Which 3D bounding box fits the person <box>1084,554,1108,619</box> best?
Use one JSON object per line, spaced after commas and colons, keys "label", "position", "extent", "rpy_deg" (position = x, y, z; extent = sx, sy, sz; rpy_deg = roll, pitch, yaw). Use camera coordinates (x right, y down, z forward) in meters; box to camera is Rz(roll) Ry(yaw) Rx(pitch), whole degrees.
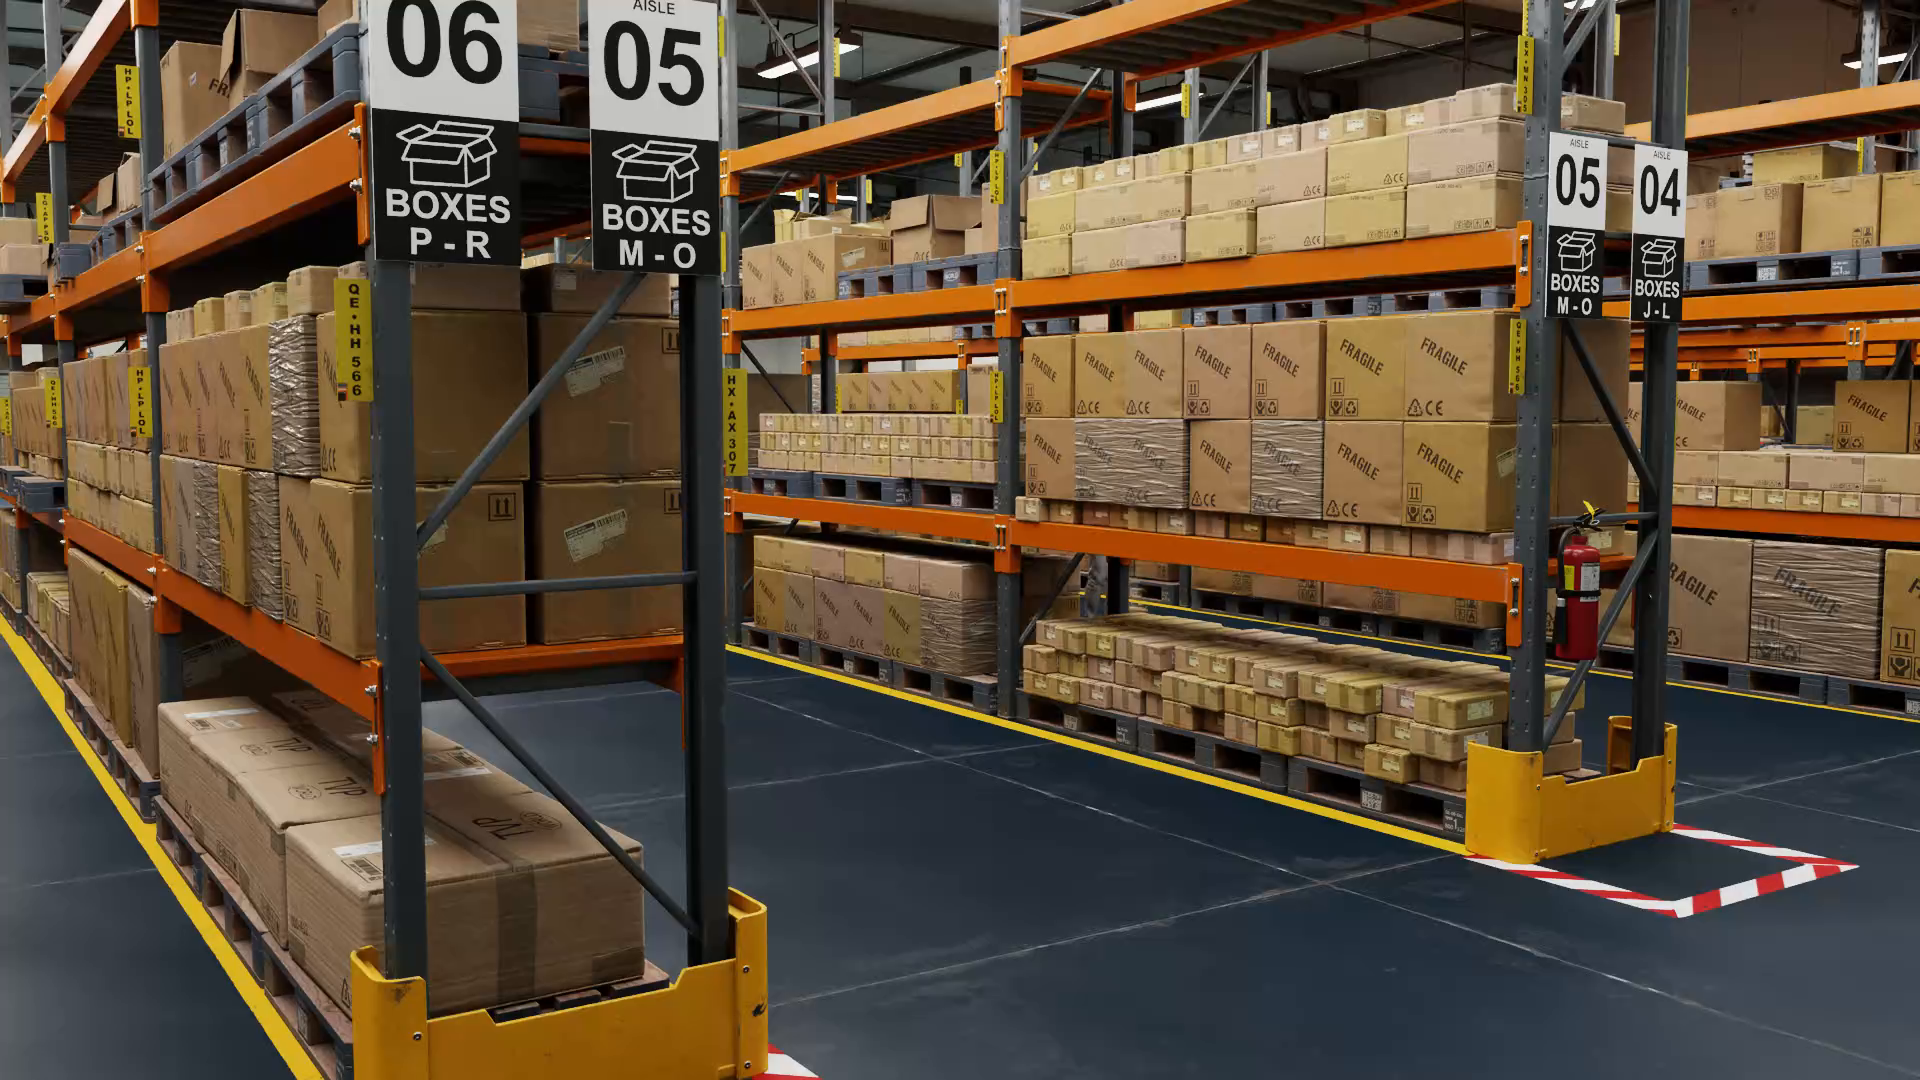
{"label": "person", "position": [1.338, -0.047, 14.799], "extent": [0.634, 1.759, 0.460], "rpy_deg": [-4, 6, -37]}
